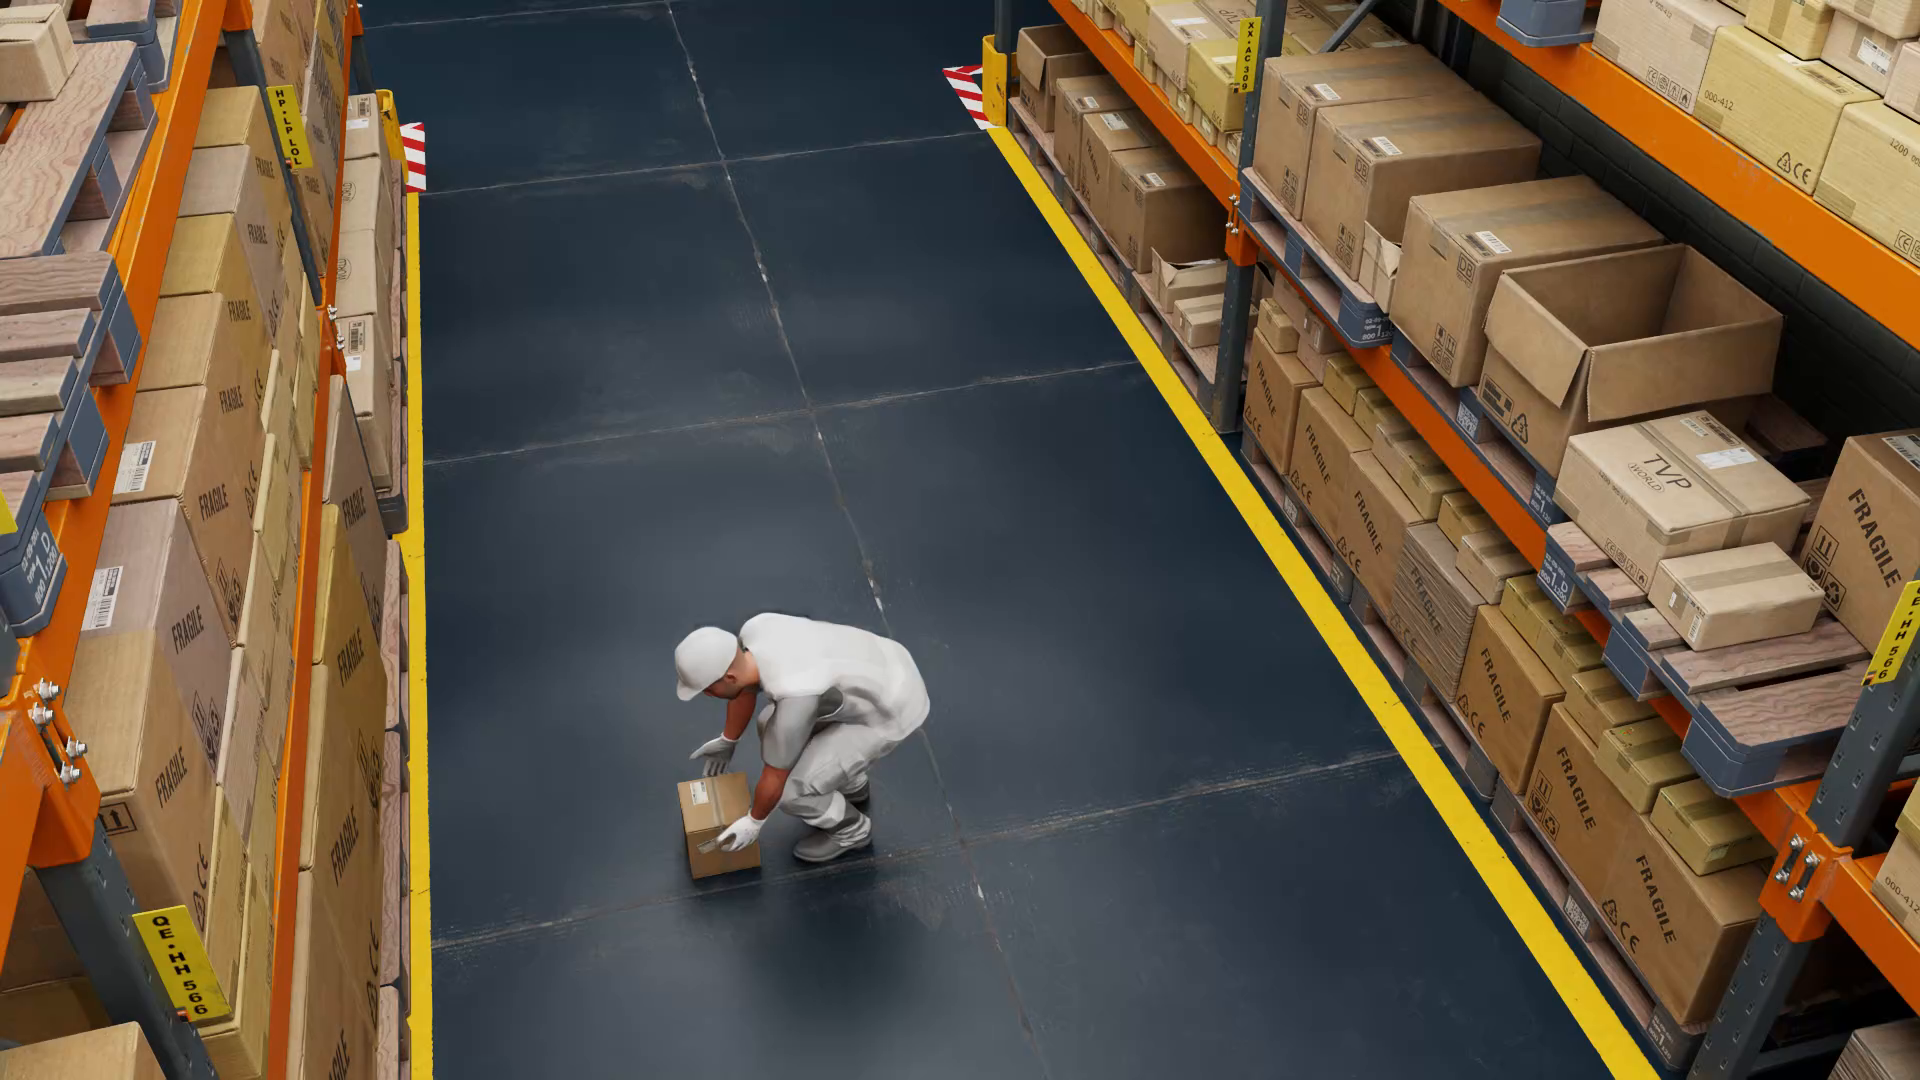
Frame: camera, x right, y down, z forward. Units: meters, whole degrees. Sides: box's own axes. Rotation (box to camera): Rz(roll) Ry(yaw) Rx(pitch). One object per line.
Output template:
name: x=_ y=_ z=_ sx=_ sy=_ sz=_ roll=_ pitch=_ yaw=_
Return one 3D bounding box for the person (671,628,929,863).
person: x=-0.542 y=0.696 z=5.869 sx=0.874 sy=1.017 sz=0.576 roll=-9 pitch=39 yaw=-12
